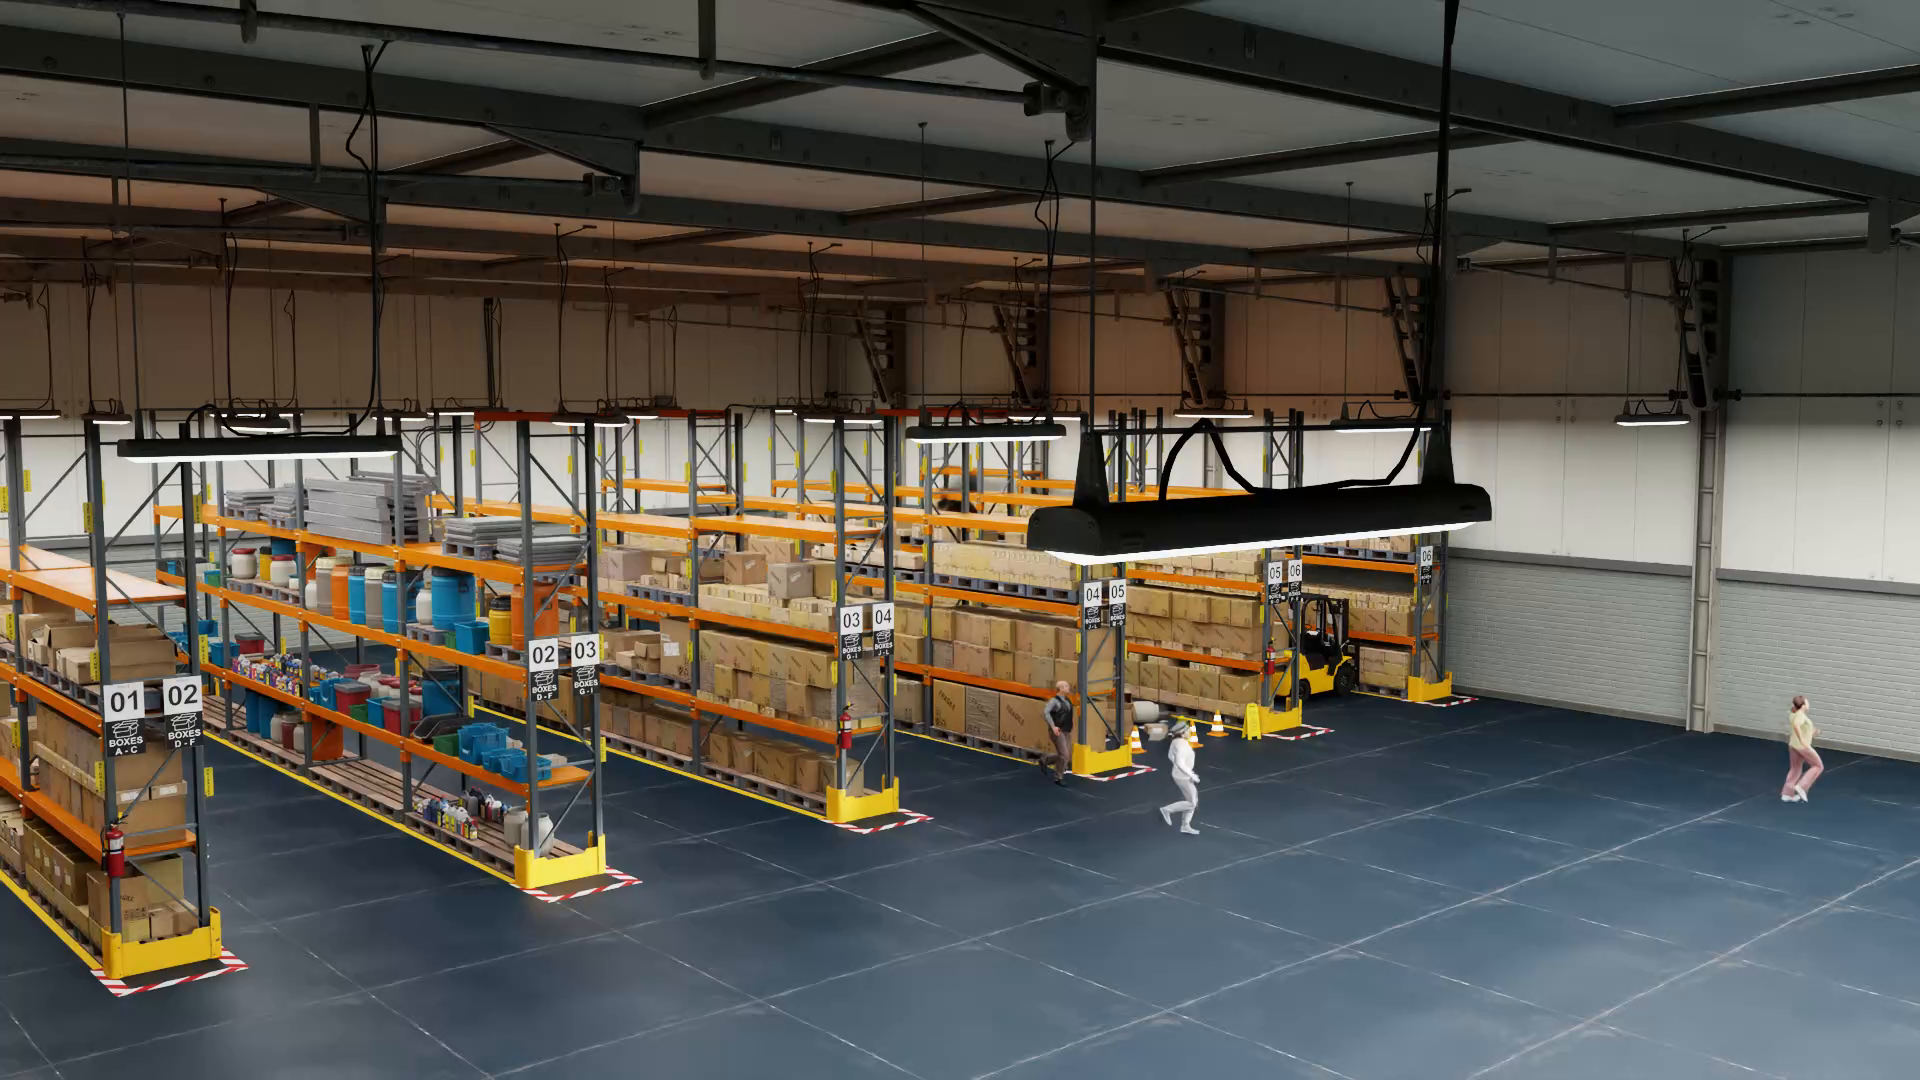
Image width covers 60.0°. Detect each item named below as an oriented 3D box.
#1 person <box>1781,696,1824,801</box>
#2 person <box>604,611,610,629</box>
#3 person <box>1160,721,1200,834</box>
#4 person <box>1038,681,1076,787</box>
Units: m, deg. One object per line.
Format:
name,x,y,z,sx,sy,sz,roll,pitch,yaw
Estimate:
person,13.055,3.228,25.778,0.599,1.639,0.565,-1,5,-6
person,-8.163,2.310,37.485,0.586,1.528,0.806,-3,6,-31
person,3.156,3.420,23.933,0.600,1.657,0.625,0,5,-5
person,1.600,3.133,27.139,0.667,1.678,0.705,3,6,34
